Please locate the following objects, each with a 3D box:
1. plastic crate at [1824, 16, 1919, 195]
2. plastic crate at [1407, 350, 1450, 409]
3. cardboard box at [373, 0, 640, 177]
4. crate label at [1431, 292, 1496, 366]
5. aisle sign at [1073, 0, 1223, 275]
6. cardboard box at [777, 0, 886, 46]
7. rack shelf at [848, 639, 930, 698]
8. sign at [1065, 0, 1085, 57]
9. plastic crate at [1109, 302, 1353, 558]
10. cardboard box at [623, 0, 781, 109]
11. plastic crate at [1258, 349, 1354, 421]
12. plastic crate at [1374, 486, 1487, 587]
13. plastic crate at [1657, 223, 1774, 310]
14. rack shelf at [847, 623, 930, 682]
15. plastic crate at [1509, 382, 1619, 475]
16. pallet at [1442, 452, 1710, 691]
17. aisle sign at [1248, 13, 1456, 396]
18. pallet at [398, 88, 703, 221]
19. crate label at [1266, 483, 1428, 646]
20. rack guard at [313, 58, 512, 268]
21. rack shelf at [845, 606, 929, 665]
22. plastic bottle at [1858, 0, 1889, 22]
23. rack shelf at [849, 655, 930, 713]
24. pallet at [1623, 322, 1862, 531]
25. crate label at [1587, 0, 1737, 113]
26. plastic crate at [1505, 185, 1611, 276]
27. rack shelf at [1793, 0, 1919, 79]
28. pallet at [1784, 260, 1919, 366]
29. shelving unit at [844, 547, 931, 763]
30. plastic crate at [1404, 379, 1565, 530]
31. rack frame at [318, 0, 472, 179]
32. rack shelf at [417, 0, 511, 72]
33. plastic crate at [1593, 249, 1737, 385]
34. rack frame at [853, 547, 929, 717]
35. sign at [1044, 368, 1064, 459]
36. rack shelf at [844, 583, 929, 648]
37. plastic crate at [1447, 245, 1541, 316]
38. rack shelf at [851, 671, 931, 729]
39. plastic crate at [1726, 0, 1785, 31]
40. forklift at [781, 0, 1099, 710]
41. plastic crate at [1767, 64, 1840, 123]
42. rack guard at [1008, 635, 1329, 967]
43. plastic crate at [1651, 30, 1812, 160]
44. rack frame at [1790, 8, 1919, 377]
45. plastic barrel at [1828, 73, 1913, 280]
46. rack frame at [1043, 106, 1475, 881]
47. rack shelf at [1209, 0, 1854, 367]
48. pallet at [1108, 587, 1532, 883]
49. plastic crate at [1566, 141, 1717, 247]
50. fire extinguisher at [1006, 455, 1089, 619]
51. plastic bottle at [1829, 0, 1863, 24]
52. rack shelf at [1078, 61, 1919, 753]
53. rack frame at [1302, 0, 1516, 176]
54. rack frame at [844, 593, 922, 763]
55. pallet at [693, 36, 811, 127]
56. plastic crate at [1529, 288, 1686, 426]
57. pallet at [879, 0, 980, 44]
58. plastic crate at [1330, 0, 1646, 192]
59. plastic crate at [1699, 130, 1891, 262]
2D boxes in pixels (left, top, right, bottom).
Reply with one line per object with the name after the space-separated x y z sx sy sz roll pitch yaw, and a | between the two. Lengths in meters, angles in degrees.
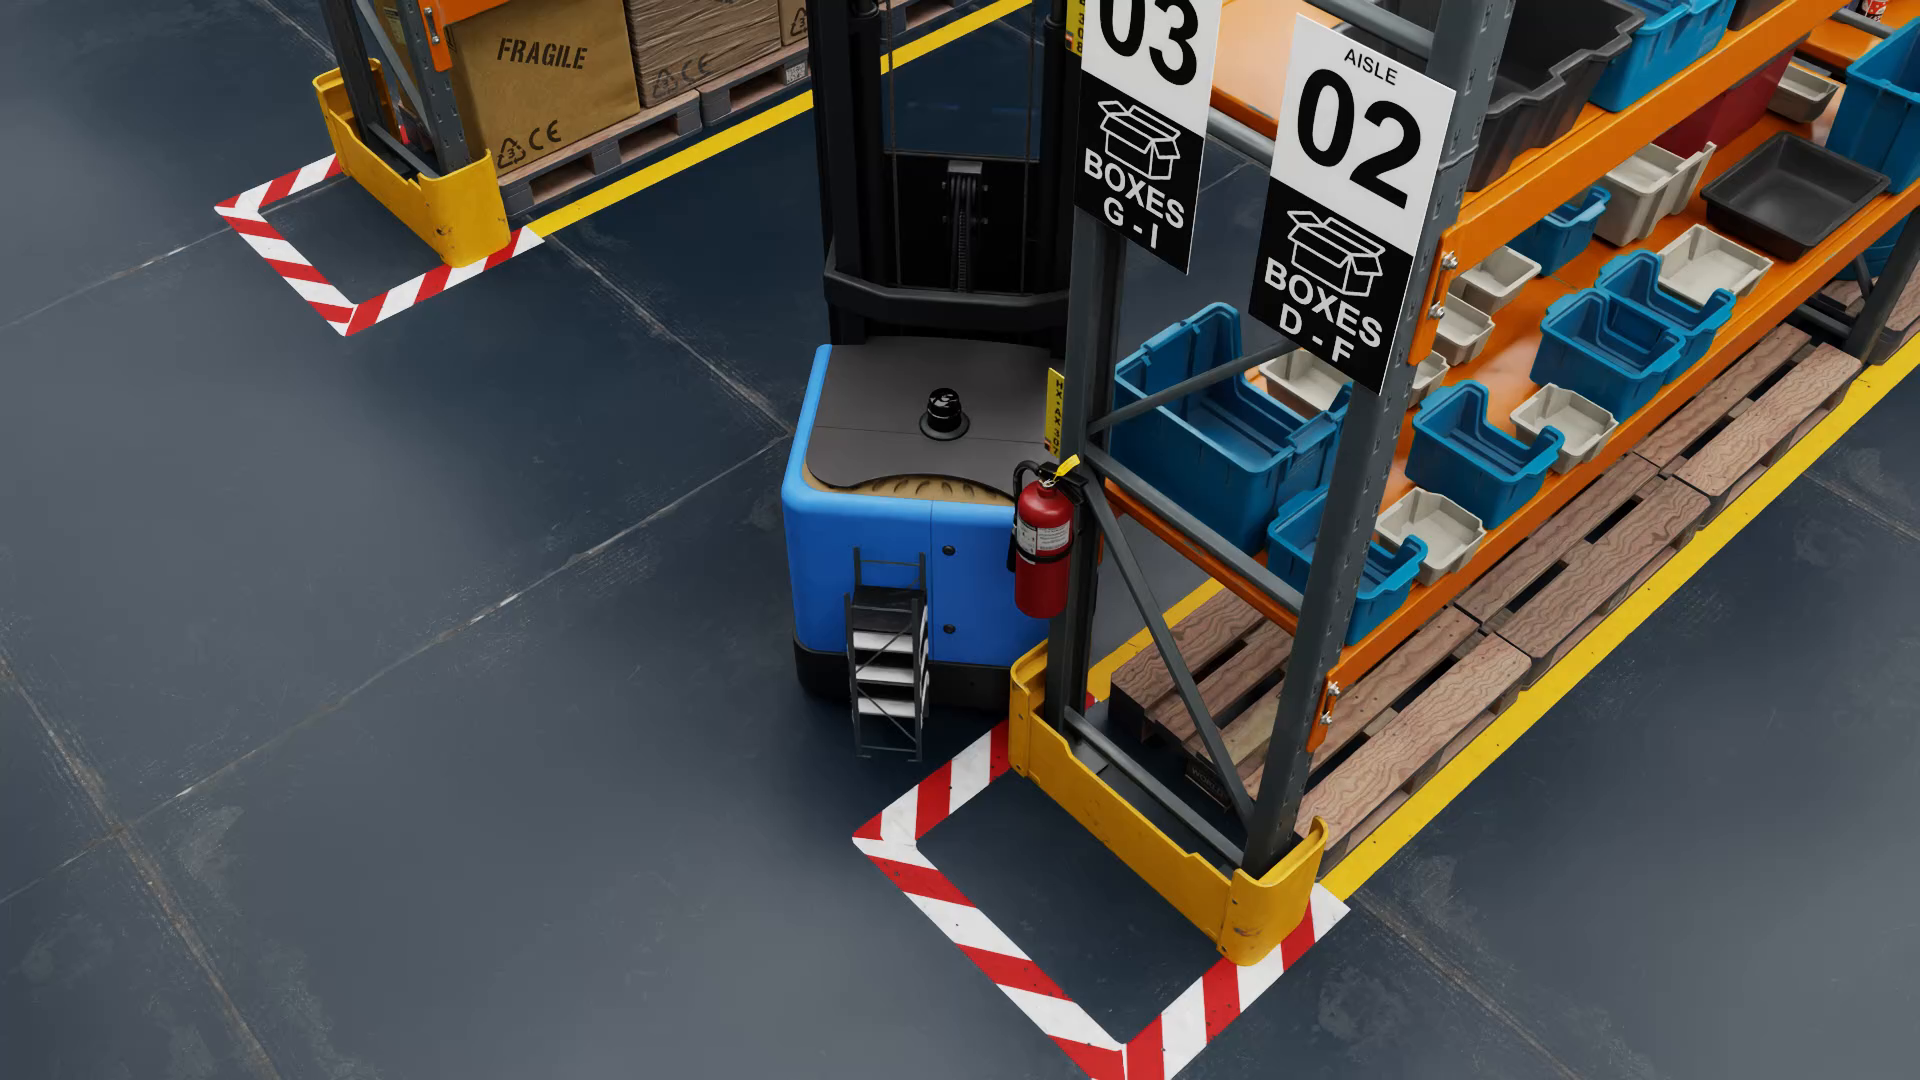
3.518 -1.595 6.150 0.575 0.384 0.392 -34 56 -27 | plastic crate
1.381 -0.586 5.388 0.243 0.136 0.396 -34 56 -27 | plastic crate
-2.237 -2.493 8.170 0.875 0.875 0.875 -34 56 -27 | cardboard box
1.570 -0.737 5.528 0.243 0.136 0.396 -34 56 -27 | crate label
0.425 -1.023 3.885 0.004 0.787 0.394 -34 56 -27 | aisle sign
-0.906 -3.383 8.991 0.875 0.875 0.875 -34 56 -27 | cardboard box
-0.245 0.436 5.781 0.258 0.077 0.200 5 47 4 | rack shelf
0.293 -1.291 3.930 0.005 0.325 0.100 -34 56 -27 | sign
0.797 -0.318 4.937 0.499 0.435 0.616 -34 56 -27 | plastic crate
-1.564 -2.943 8.585 0.875 0.875 0.875 -34 56 -27 | cardboard box
1.156 -0.451 5.264 0.243 0.136 0.396 -34 56 -27 | plastic crate
1.372 -0.006 4.853 0.298 0.136 0.250 -34 56 -27 | plastic crate
2.548 -0.902 5.680 0.466 0.136 0.293 -34 56 -27 | plastic crate
-0.245 0.375 5.715 0.258 0.077 0.200 5 47 4 | rack shelf
1.874 -0.341 5.162 0.298 0.136 0.250 -34 56 -27 | plastic crate
2.213 -0.059 6.661 1.213 0.211 1.003 -34 56 -27 | pallet
0.821 -0.703 3.589 0.004 0.787 0.394 -34 56 -27 | aisle sign
-2.118 -2.204 8.640 1.213 0.211 1.003 -34 56 -27 | pallet
1.079 0.075 4.713 0.303 0.233 0.416 -34 56 -27 | crate label
-2.675 -1.852 8.119 0.348 0.500 1.175 -34 56 -27 | rack guard
-0.245 0.314 5.649 0.258 0.077 0.200 5 47 4 | rack shelf
3.806 -2.241 6.912 0.097 0.201 0.097 0 47 0 | plastic bottle
-0.245 0.497 5.847 0.258 0.077 0.200 5 47 4 | rack shelf
3.116 -0.666 7.221 1.213 0.211 1.003 -34 56 -27 | pallet
1.575 -1.265 3.937 0.502 0.251 0.408 -34 56 -27 | crate label
2.022 -1.137 5.831 0.300 0.233 0.416 -34 56 -27 | plastic crate
5.114 -2.741 7.727 4.000 0.370 1.077 -34 56 -27 | rack shelf
4.233 -1.409 7.907 1.213 0.211 1.003 -34 56 -27 | pallet
-0.245 0.413 5.757 0.258 0.900 0.210 5 47 4 | shelving unit
1.566 -0.250 5.013 0.300 0.233 0.416 -34 56 -27 | plastic crate
-2.657 -2.711 7.211 0.127 3.000 1.000 -34 56 -27 | rack frame
-1.177 -3.456 8.388 4.000 0.370 1.077 -34 56 -27 | rack shelf
2.275 -0.724 5.450 0.300 0.233 0.416 -34 56 -27 | plastic crate
-0.234 0.339 5.825 0.240 0.900 0.006 5 47 4 | rack frame
0.293 -0.365 4.934 0.005 0.325 0.100 -34 56 -27 | sign
-0.245 0.252 5.583 0.258 0.077 0.200 5 47 4 | rack shelf
1.777 -0.894 5.672 0.250 0.136 0.298 -34 56 -27 | plastic crate
-0.245 0.558 5.913 0.258 0.077 0.200 5 47 4 | rack shelf
1.990 -1.620 4.205 0.767 0.338 0.504 -34 56 -27 | plastic crate
0.068 -1.451 6.094 1.130 2.935 3.031 5 47 4 | forklift
3.194 -1.774 6.485 0.243 0.136 0.396 -34 56 -27 | plastic crate
0.666 0.848 5.627 0.348 0.500 1.175 -34 56 -27 | rack guard
2.805 -1.733 6.224 0.583 0.464 0.402 -34 56 -27 | plastic crate
3.634 -1.996 6.551 0.127 3.000 1.000 -34 56 -27 | rack frame
4.048 -1.686 7.407 0.708 0.901 0.600 -34 56 -27 | plastic barrel
0.675 -0.018 4.726 0.127 3.000 1.000 -34 56 -27 | rack frame
2.155 -1.780 4.800 4.000 0.370 1.077 -34 56 -27 | rack shelf
1.311 0.541 6.107 1.213 0.211 1.003 -34 56 -27 | pallet
2.381 -1.321 5.968 0.530 0.282 0.437 -34 56 -27 | plastic crate
0.258 -0.038 5.050 0.183 0.674 0.296 -34 56 -27 | fire extinguisher
3.709 -2.324 6.938 0.135 0.276 0.152 -34 56 -27 | plastic bottle
2.155 -0.763 5.903 4.000 0.370 1.077 -34 56 -27 | rack shelf
0.675 -2.053 2.521 0.127 3.000 1.000 -34 56 -27 | rack frame
-0.256 0.487 5.688 0.240 0.900 0.006 5 47 4 | rack frame
-1.216 -2.804 9.193 1.213 0.211 1.003 -34 56 -27 | pallet
2.053 -0.576 5.313 0.300 0.233 0.416 -34 56 -27 | plastic crate
-0.313 -3.410 9.753 1.213 0.211 1.003 -34 56 -27 | pallet
1.147 -1.030 3.707 0.590 0.269 0.497 -34 56 -27 | plastic crate
2.987 -1.223 5.984 0.590 0.125 0.437 -34 56 -27 | plastic crate
